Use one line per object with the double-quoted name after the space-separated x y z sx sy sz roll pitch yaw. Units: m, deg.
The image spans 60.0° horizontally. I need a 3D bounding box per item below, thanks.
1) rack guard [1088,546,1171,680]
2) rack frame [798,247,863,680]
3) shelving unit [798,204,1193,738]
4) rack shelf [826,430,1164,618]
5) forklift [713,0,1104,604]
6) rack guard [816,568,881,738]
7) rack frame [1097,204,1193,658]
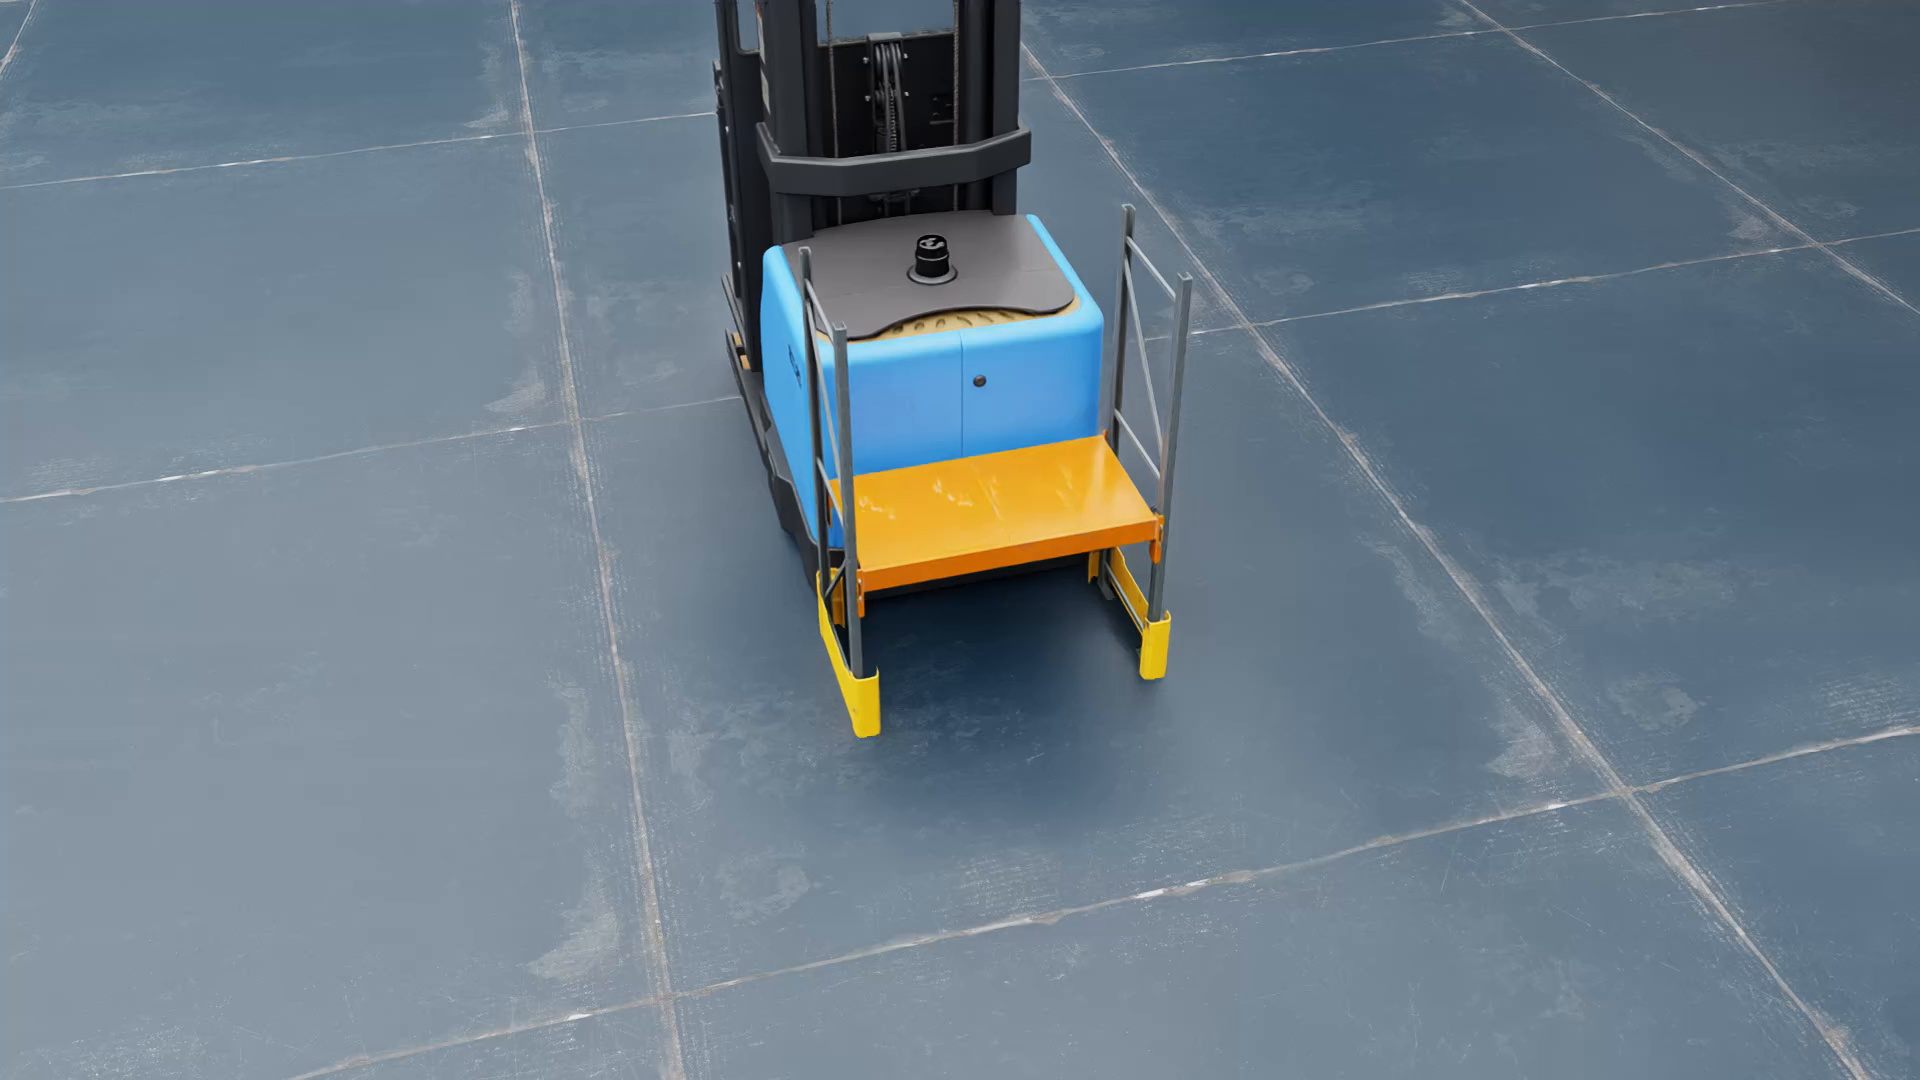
0.582 0.201 5.782 0.087 0.250 0.587 -10 39 -13 "rack guard"
-0.393 -0.123 5.177 0.032 1.500 0.500 -10 39 -13 "rack frame"
0.104 -0.211 5.291 1.083 1.500 0.587 -10 39 -13 "shelving unit"
0.095 -0.067 5.399 1.000 0.185 0.538 -10 39 -13 "rack shelf"
-0.384 -1.838 6.241 1.130 2.935 3.031 -9 38 -12 "forklift"
-0.375 0.370 5.561 0.087 0.250 0.587 -10 39 -13 "rack guard"
0.583 -0.296 5.402 0.032 1.500 0.500 -10 39 -13 "rack frame"
